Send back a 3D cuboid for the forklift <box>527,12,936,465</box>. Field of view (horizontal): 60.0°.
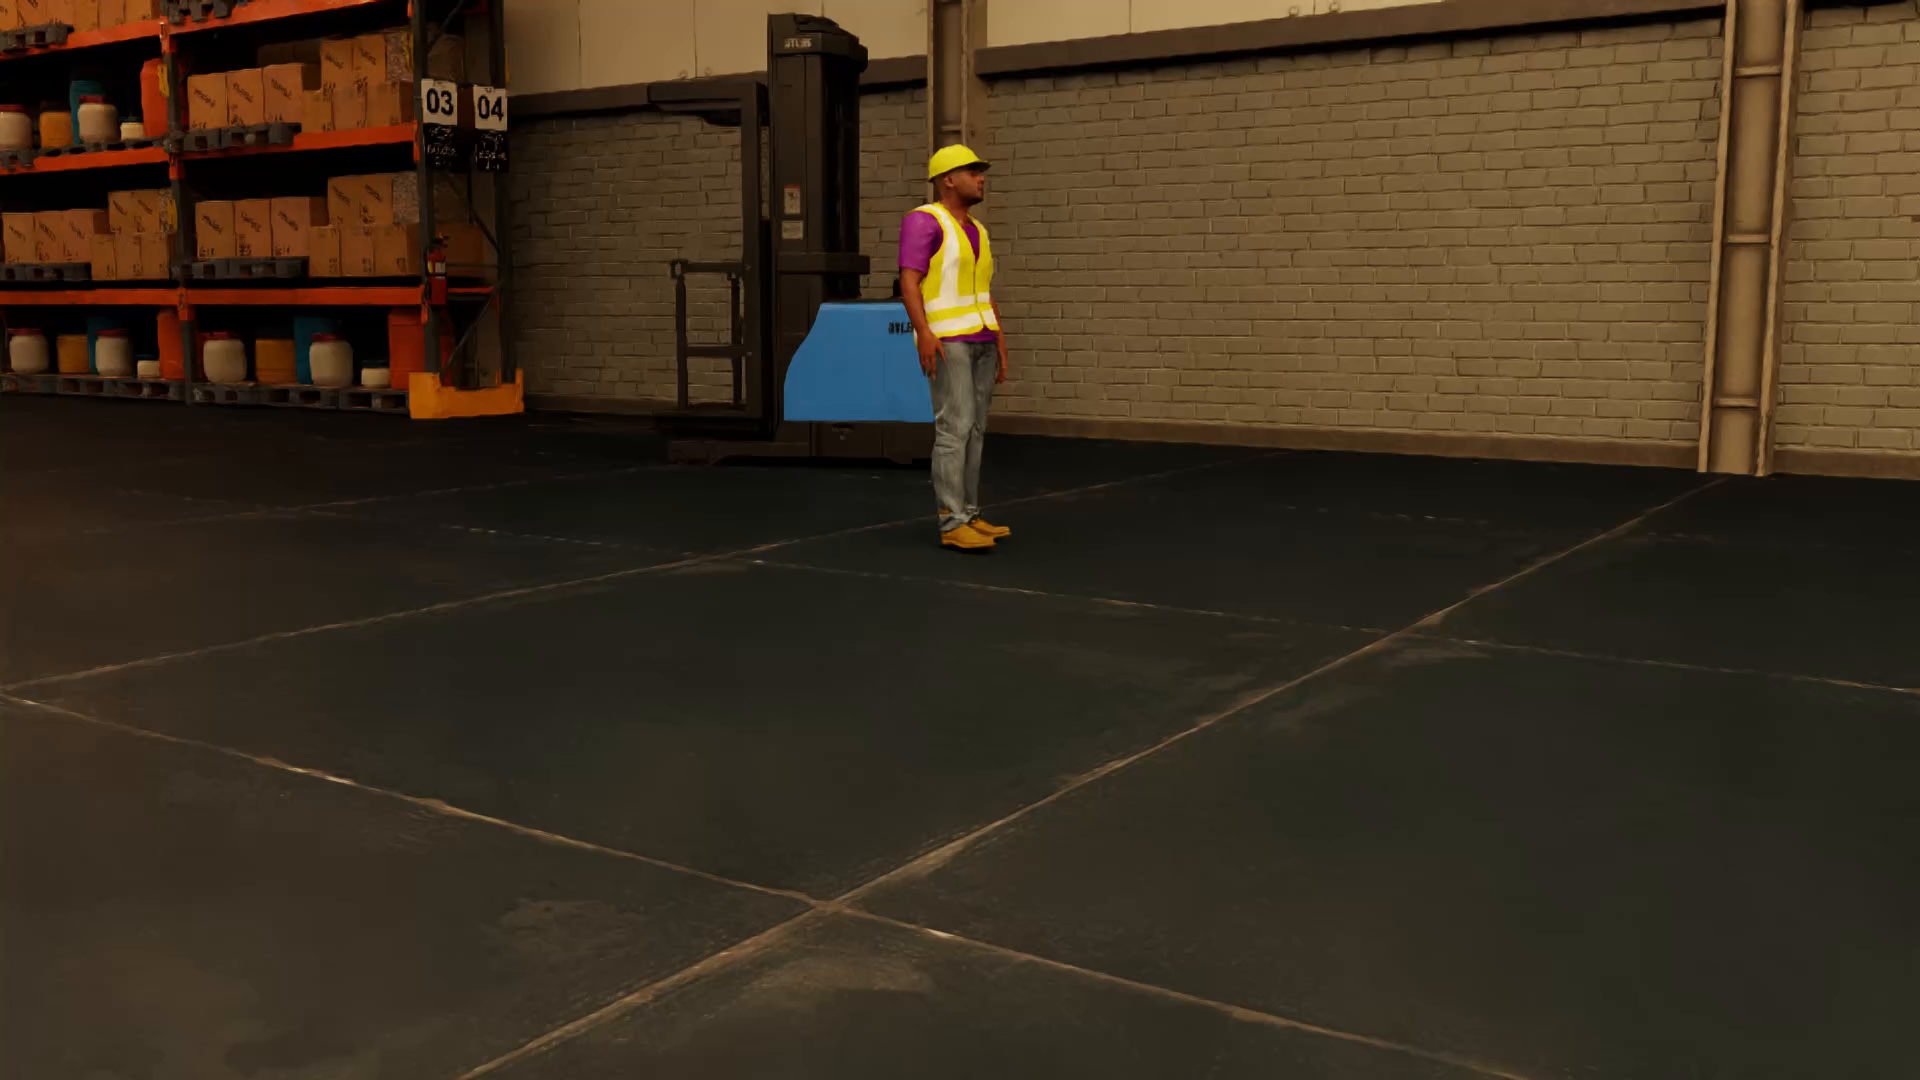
[{"bbox_3d":[-1.482,-2.023,11.421,3.031,2.935,1.130,2,8,14],"label":"forklift"}]

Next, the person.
[{"bbox_3d":[0.055,-0.875,7.435,0.576,1.766,0.665,5,10,34],"label":"person"}]
